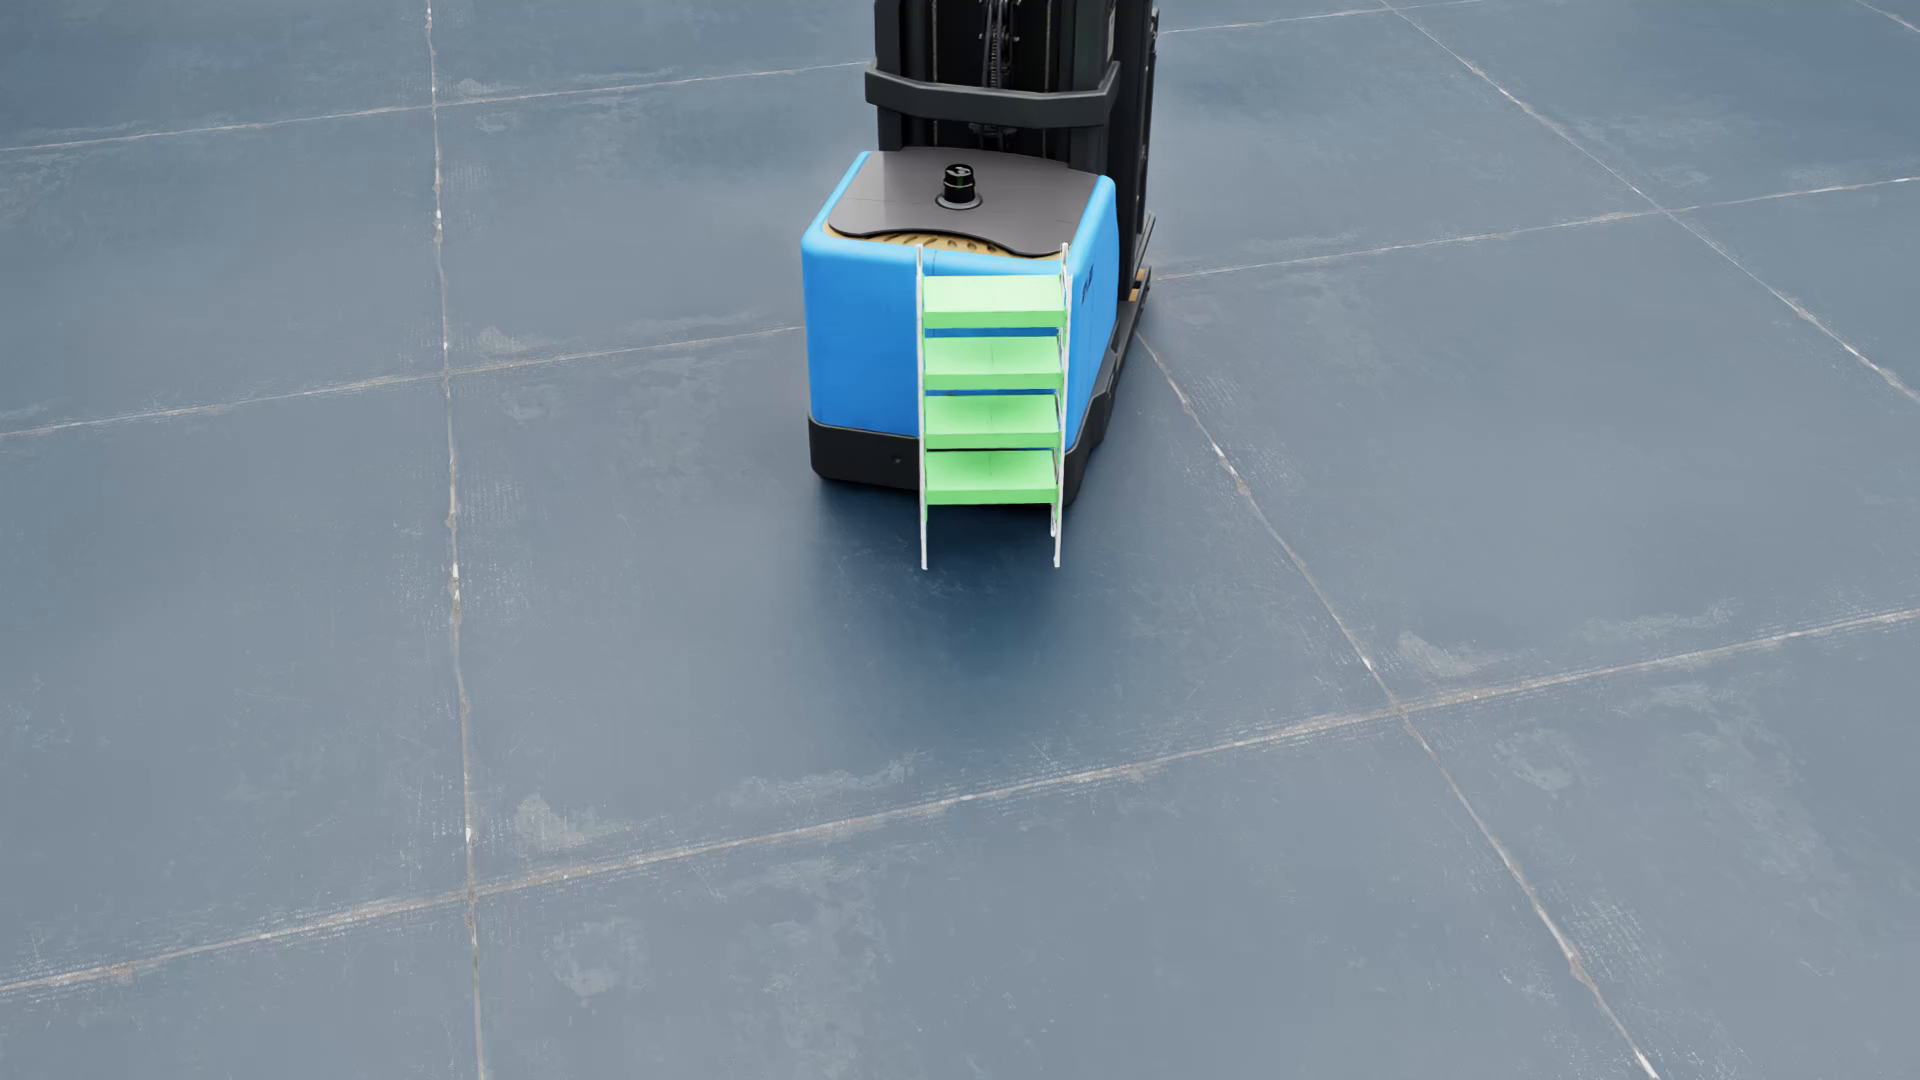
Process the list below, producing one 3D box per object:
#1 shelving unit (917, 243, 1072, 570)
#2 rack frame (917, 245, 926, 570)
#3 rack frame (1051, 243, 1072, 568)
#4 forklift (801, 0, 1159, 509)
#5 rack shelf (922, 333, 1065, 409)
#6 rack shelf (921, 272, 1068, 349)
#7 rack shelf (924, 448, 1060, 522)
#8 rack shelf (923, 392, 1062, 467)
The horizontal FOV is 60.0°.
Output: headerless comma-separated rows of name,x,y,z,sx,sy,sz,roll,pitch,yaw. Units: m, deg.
shelving unit,0.110,-0.443,5.841,0.503,1.200,0.258,-1,37,-1
rack frame,-0.134,-0.439,5.837,0.015,1.200,0.240,-1,37,-1
rack frame,0.354,-0.446,5.846,0.015,1.200,0.240,-1,37,-1
forklift,0.260,-2.180,6.687,1.130,2.935,3.031,8,38,11
rack shelf,0.110,-0.583,5.734,0.480,0.148,0.258,-1,37,-1
rack shelf,0.110,-0.773,5.588,0.480,0.148,0.258,-1,37,-1
rack shelf,0.110,-0.201,6.026,0.480,0.148,0.258,-1,37,-1
rack shelf,0.110,-0.392,5.880,0.480,0.148,0.258,-1,37,-1
